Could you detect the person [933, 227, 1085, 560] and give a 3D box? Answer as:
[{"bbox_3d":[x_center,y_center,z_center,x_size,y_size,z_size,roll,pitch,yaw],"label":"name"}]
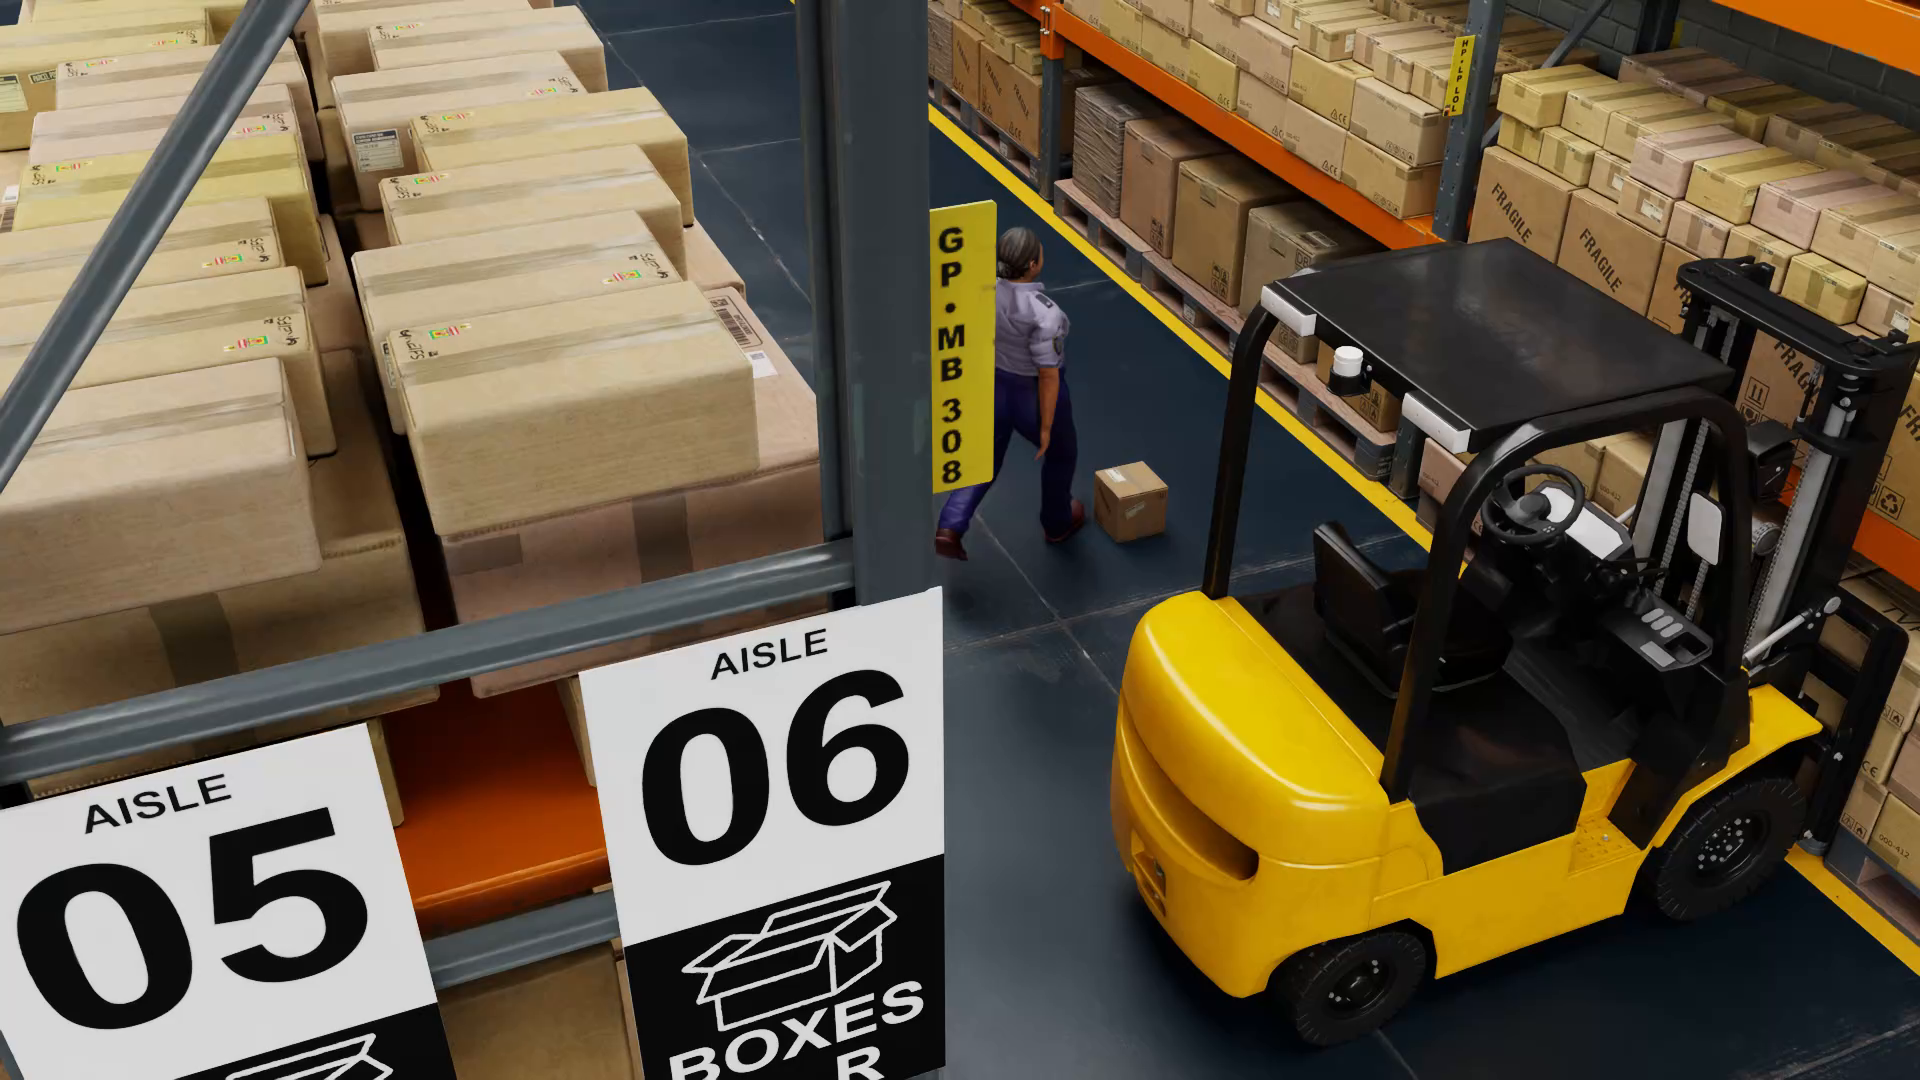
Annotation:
[{"bbox_3d":[0.256,-0.607,7.083,0.482,1.605,0.898,17,37,24],"label":"person"}]
